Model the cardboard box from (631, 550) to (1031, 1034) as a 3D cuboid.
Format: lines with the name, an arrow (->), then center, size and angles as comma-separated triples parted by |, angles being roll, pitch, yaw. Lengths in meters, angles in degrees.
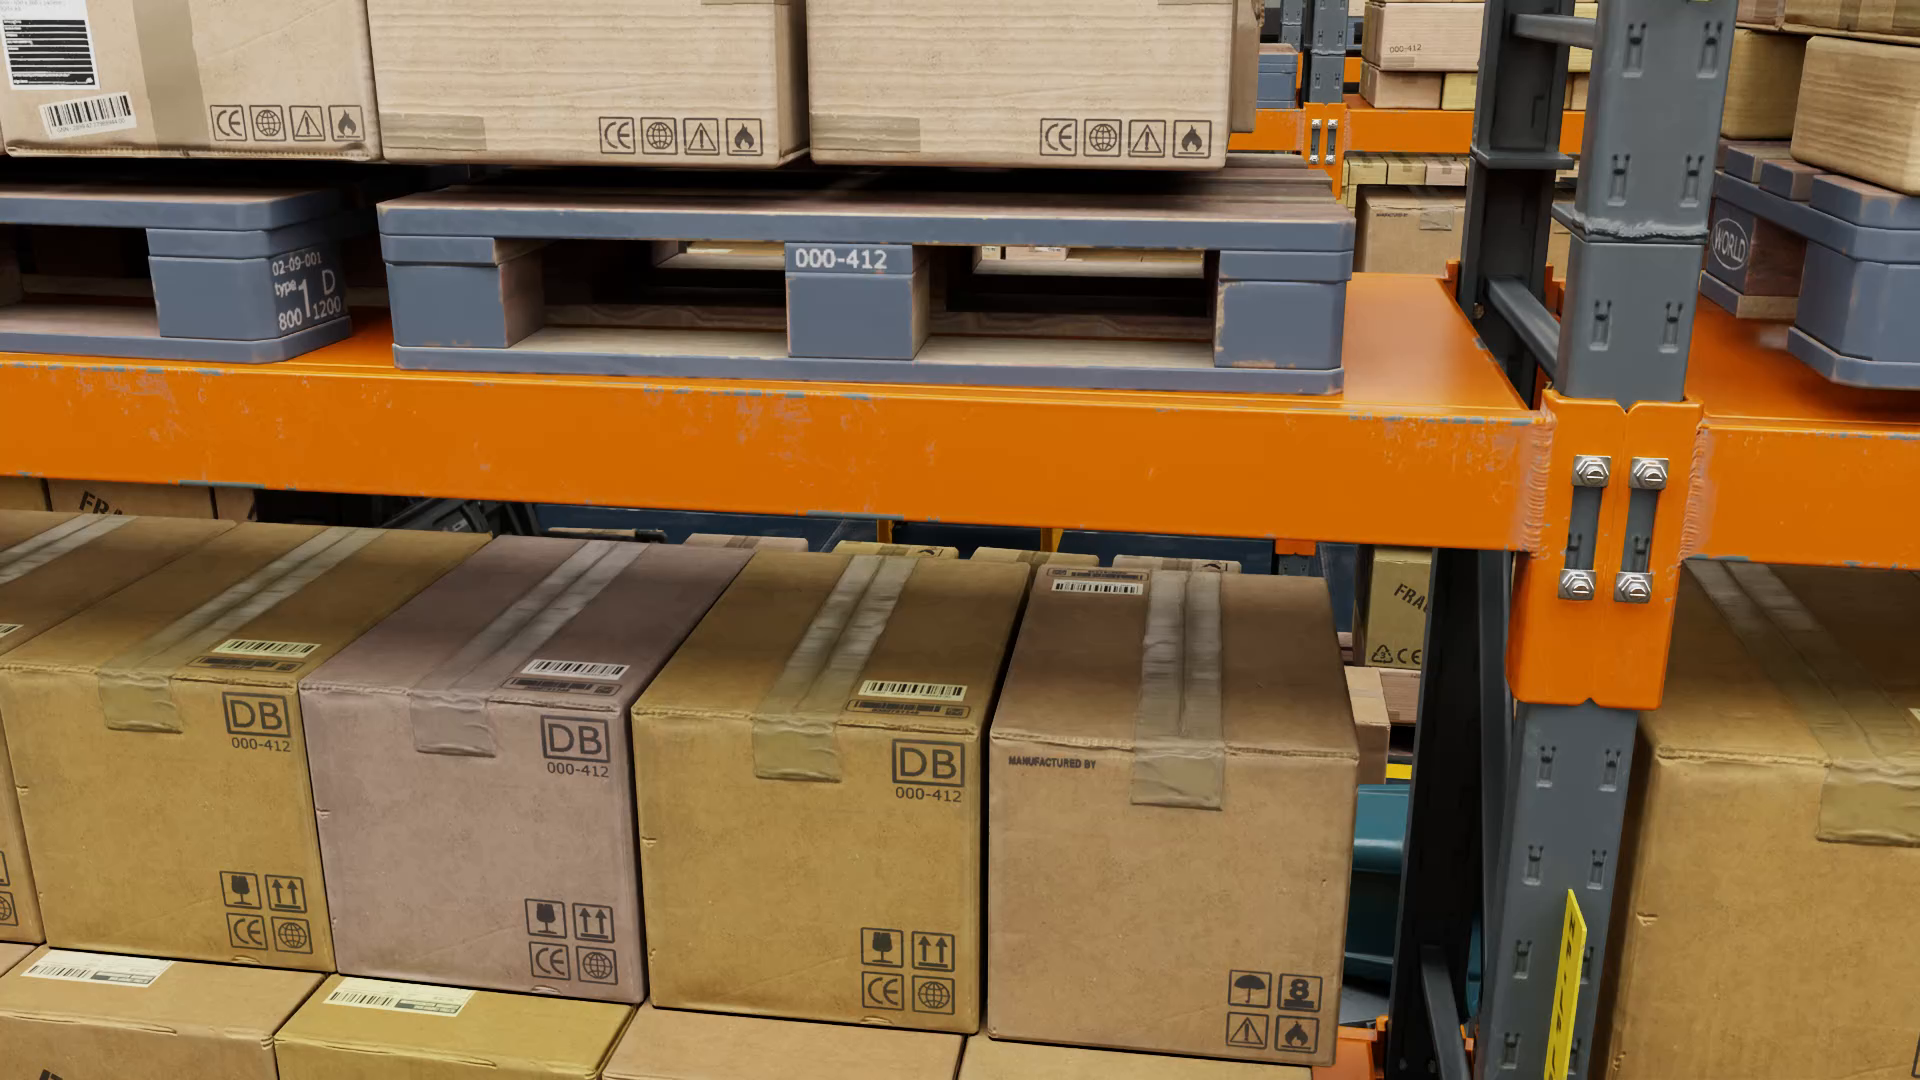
cardboard box -> -0.171, 0.373, 2.728 | 0.500, 0.500, 0.700 | 3, 19, 8

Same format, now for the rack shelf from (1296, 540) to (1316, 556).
rack shelf -> 3.488, -0.171, 7.221 | 4.000, 0.370, 1.077 | 3, 19, 9

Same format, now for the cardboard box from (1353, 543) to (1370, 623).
cardboard box -> 2.140, 0.082, 7.820 | 0.500, 0.500, 0.500 | 3, 19, 8

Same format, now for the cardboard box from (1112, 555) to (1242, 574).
cardboard box -> 0.995, 0.409, 7.834 | 0.625, 0.372, 0.950 | 3, 19, 9

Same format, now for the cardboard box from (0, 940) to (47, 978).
cardboard box -> -1.721, 0.852, 2.873 | 0.500, 0.500, 0.500 | 3, 19, 9

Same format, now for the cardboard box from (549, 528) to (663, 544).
cardboard box -> -1.880, 0.264, 8.265 | 0.625, 0.372, 0.950 | 2, 19, 5

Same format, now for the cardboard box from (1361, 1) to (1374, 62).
cardboard box -> 1.994, -2.167, 7.094 | 0.500, 0.250, 0.500 | 3, 19, 8

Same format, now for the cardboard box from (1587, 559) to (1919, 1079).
cardboard box -> 1.187, 0.389, 2.475 | 0.550, 0.550, 0.875 | 3, 19, 9

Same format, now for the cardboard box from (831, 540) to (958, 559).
cardboard box -> -0.402, 0.339, 8.042 | 0.625, 0.372, 0.950 | 4, 19, 10

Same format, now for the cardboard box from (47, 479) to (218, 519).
cardboard box -> -3.985, -0.113, 8.599 | 0.875, 0.875, 0.875 | 3, 19, 9

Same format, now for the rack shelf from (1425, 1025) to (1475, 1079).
rack shelf -> 2.803, 1.385, 2.571 | 4.000, 0.370, 1.077 | 3, 19, 9

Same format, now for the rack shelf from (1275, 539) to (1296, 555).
rack shelf -> -0.461, -0.372, 7.822 | 4.000, 0.370, 1.077 | 3, 19, 9

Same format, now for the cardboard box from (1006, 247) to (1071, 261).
cardboard box -> 0.339, -1.291, 7.124 | 0.250, 0.149, 0.380 | 2, 19, 7

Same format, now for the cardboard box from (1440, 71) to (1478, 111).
cardboard box -> 2.031, -1.792, 6.601 | 0.250, 0.149, 0.380 | 3, 19, 9

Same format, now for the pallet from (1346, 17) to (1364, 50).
pallet -> 3.143, -3.514, 11.490 | 1.213, 0.211, 1.003 | 3, 19, 9

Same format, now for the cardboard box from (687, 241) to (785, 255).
cardboard box -> -0.987, -1.058, 7.450 | 0.500, 0.500, 0.500 | 3, 19, 10

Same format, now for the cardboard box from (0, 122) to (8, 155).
cardboard box -> -1.440, -0.729, 2.347 | 0.500, 0.311, 0.500 | 3, 19, 8

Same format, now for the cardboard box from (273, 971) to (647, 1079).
cardboard box -> -0.728, 0.902, 2.722 | 0.500, 0.500, 0.500 | 3, 19, 9

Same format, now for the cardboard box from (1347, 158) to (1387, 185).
cardboard box -> 2.840, -2.576, 11.626 | 0.250, 0.149, 0.380 | 3, 19, 9

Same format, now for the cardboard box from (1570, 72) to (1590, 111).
cardboard box -> 2.535, -1.790, 6.594 | 0.250, 0.149, 0.380 | 3, 19, 10

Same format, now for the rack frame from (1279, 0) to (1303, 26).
rack frame -> 2.297, -5.013, 11.104 | 0.127, 3.000, 1.000 | 3, 19, 9

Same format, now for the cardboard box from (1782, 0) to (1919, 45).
cardboard box -> 1.266, -0.684, 1.840 | 0.500, 0.250, 0.500 | 3, 19, 9

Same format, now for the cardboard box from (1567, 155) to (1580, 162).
cardboard box -> 4.426, -2.633, 11.798 | 0.250, 0.149, 0.380 | 3, 19, 9

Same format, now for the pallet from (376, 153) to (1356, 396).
pallet -> -0.085, -0.419, 2.404 | 1.217, 0.209, 0.805 | 2, 19, 6

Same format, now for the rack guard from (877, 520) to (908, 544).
rack guard -> -0.416, -0.140, 10.327 | 0.087, 0.250, 0.587 | 3, 19, 9

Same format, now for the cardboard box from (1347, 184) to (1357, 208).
cardboard box -> 2.826, -2.412, 11.605 | 0.250, 0.149, 0.380 | 3, 19, 10

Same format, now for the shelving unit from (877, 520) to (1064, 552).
shelving unit -> 0.075, -0.707, 10.054 | 1.083, 1.500, 0.587 | 3, 19, 9

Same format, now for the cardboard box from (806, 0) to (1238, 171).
cardboard box -> 0.105, -0.640, 2.179 | 0.500, 0.250, 0.500 | 3, 19, 9

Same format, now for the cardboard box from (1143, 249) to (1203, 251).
cardboard box -> 1.096, -1.114, 7.617 | 0.500, 0.500, 0.500 | 3, 19, 10

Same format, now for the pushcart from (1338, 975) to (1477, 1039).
pushcart -> 1.201, 1.347, 5.681 | 0.936, 0.377, 1.648 | -3, 19, -10

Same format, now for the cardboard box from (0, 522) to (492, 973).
cardboard box -> -1.169, 0.322, 2.881 | 0.500, 0.500, 0.700 | 3, 19, 8

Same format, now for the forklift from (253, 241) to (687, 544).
forklift -> -1.496, 0.009, 5.658 | 3.031, 2.935, 1.130 | 4, 19, 11

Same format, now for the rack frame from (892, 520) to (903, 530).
rack frame -> -0.418, -0.733, 10.129 | 0.032, 1.500, 0.500 | 3, 19, 9

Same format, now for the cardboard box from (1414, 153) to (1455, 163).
cardboard box -> 3.422, -2.715, 12.042 | 0.250, 0.149, 0.380 | 3, 19, 8

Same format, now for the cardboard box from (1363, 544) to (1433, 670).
cardboard box -> 2.053, 0.251, 7.317 | 0.500, 0.500, 0.500 | 4, 19, 11

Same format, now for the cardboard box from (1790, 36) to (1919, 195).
cardboard box -> 1.133, -0.482, 1.866 | 0.250, 0.149, 0.380 | 3, 19, 8

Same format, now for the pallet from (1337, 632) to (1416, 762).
pallet -> 2.182, 0.732, 7.782 | 1.213, 0.211, 1.003 | 3, 19, 9

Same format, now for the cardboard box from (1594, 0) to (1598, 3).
cardboard box -> 2.548, -2.135, 6.367 | 0.250, 0.149, 0.380 | 3, 19, 8

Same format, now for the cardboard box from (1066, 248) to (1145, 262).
cardboard box -> 0.531, -0.976, 7.206 | 0.500, 0.500, 0.500 | 3, 19, 9

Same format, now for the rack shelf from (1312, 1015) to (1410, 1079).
rack shelf -> -1.147, 1.184, 3.172 | 4.000, 0.370, 1.077 | 3, 19, 9

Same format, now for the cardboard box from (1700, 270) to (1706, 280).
cardboard box -> 2.906, -1.119, 6.718 | 0.500, 0.500, 0.700 | 3, 19, 7

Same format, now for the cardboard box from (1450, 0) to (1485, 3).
cardboard box -> 2.034, -2.172, 6.480 | 0.250, 0.149, 0.380 | 3, 19, 10

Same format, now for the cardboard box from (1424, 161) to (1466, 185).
cardboard box -> 3.328, -2.515, 11.444 | 0.250, 0.149, 0.380 | 3, 19, 10

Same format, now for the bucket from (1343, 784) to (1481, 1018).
bucket -> 1.328, 1.059, 5.174 | 0.620, 0.611, 0.726 | -1, 16, 31

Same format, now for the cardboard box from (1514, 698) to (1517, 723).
cardboard box -> 2.582, 0.630, 7.366 | 0.500, 0.250, 0.500 | 4, 19, 12

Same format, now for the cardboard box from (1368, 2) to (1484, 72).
cardboard box -> 1.904, -1.997, 6.586 | 0.500, 0.250, 0.500 | 3, 19, 7

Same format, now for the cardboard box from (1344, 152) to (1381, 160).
cardboard box -> 2.901, -2.717, 12.048 | 0.250, 0.149, 0.380 | 2, 19, 7

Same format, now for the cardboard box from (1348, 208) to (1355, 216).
cardboard box -> 2.694, -2.111, 11.728 | 0.500, 0.500, 0.500 | 2, 19, 7

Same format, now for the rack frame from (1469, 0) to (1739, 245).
rack frame -> 0.828, -1.902, 1.805 | 0.127, 3.000, 1.000 | 3, 19, 9

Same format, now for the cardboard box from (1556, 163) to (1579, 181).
cardboard box -> 4.098, -2.508, 11.423 | 0.250, 0.149, 0.380 | 3, 19, 9

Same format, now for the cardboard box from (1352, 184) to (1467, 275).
cardboard box -> 1.913, -1.185, 6.916 | 0.500, 0.500, 0.700 | 3, 19, 8

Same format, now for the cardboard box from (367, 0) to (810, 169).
cardboard box -> -0.426, -0.648, 2.202 | 0.500, 0.250, 0.500 | 3, 19, 8

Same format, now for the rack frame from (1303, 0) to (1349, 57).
rack frame -> 1.513, -3.458, 6.455 | 0.127, 3.000, 1.000 | 3, 19, 9

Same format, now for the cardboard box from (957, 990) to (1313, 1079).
cardboard box -> 0.270, 0.953, 2.570 | 0.500, 0.500, 0.500 | 3, 19, 8
